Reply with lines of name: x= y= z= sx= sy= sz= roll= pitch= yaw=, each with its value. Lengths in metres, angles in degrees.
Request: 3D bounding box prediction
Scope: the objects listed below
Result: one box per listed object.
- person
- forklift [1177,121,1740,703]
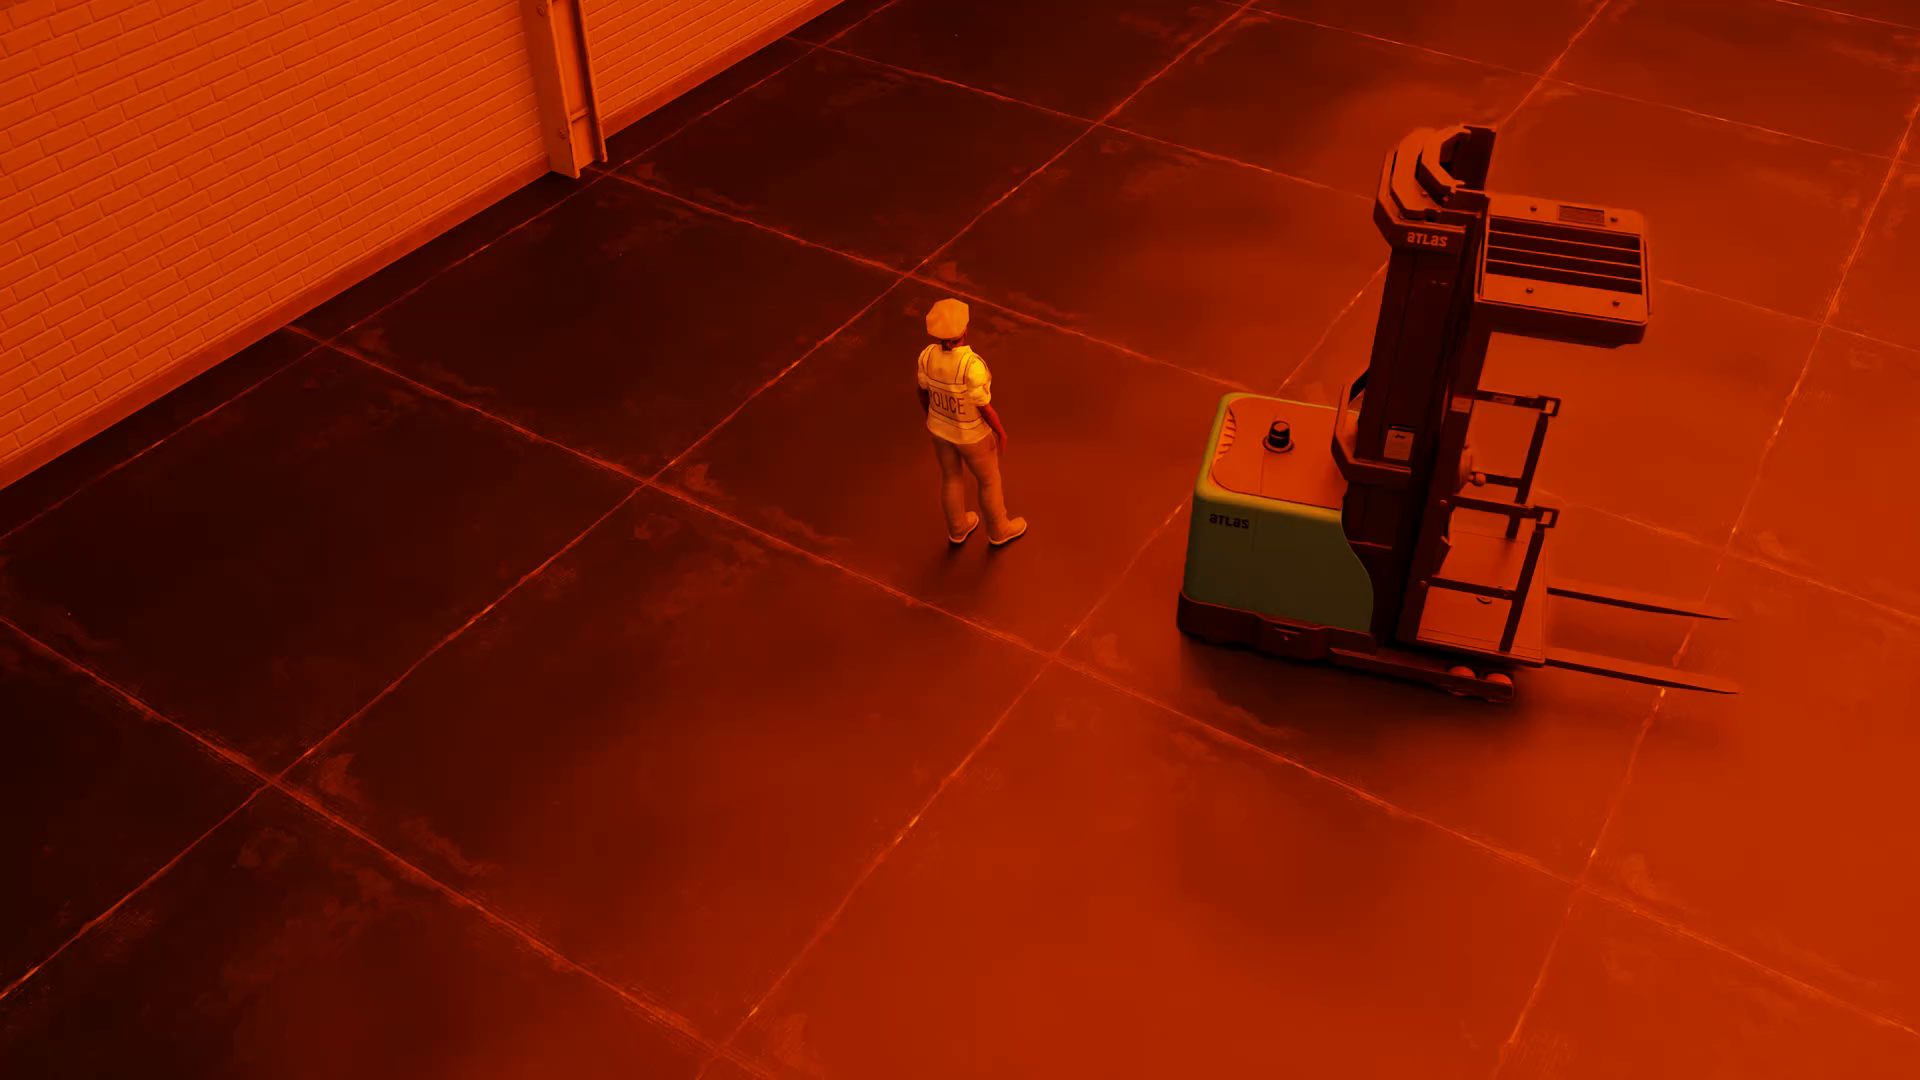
person: x=0.057 y=-0.687 z=9.722 sx=0.570 sy=1.697 sz=0.528 roll=22 pitch=45 yaw=24
forklift: x=2.823 y=-0.605 z=8.681 sx=3.031 sy=2.935 sz=1.130 roll=11 pitch=41 yaw=12
